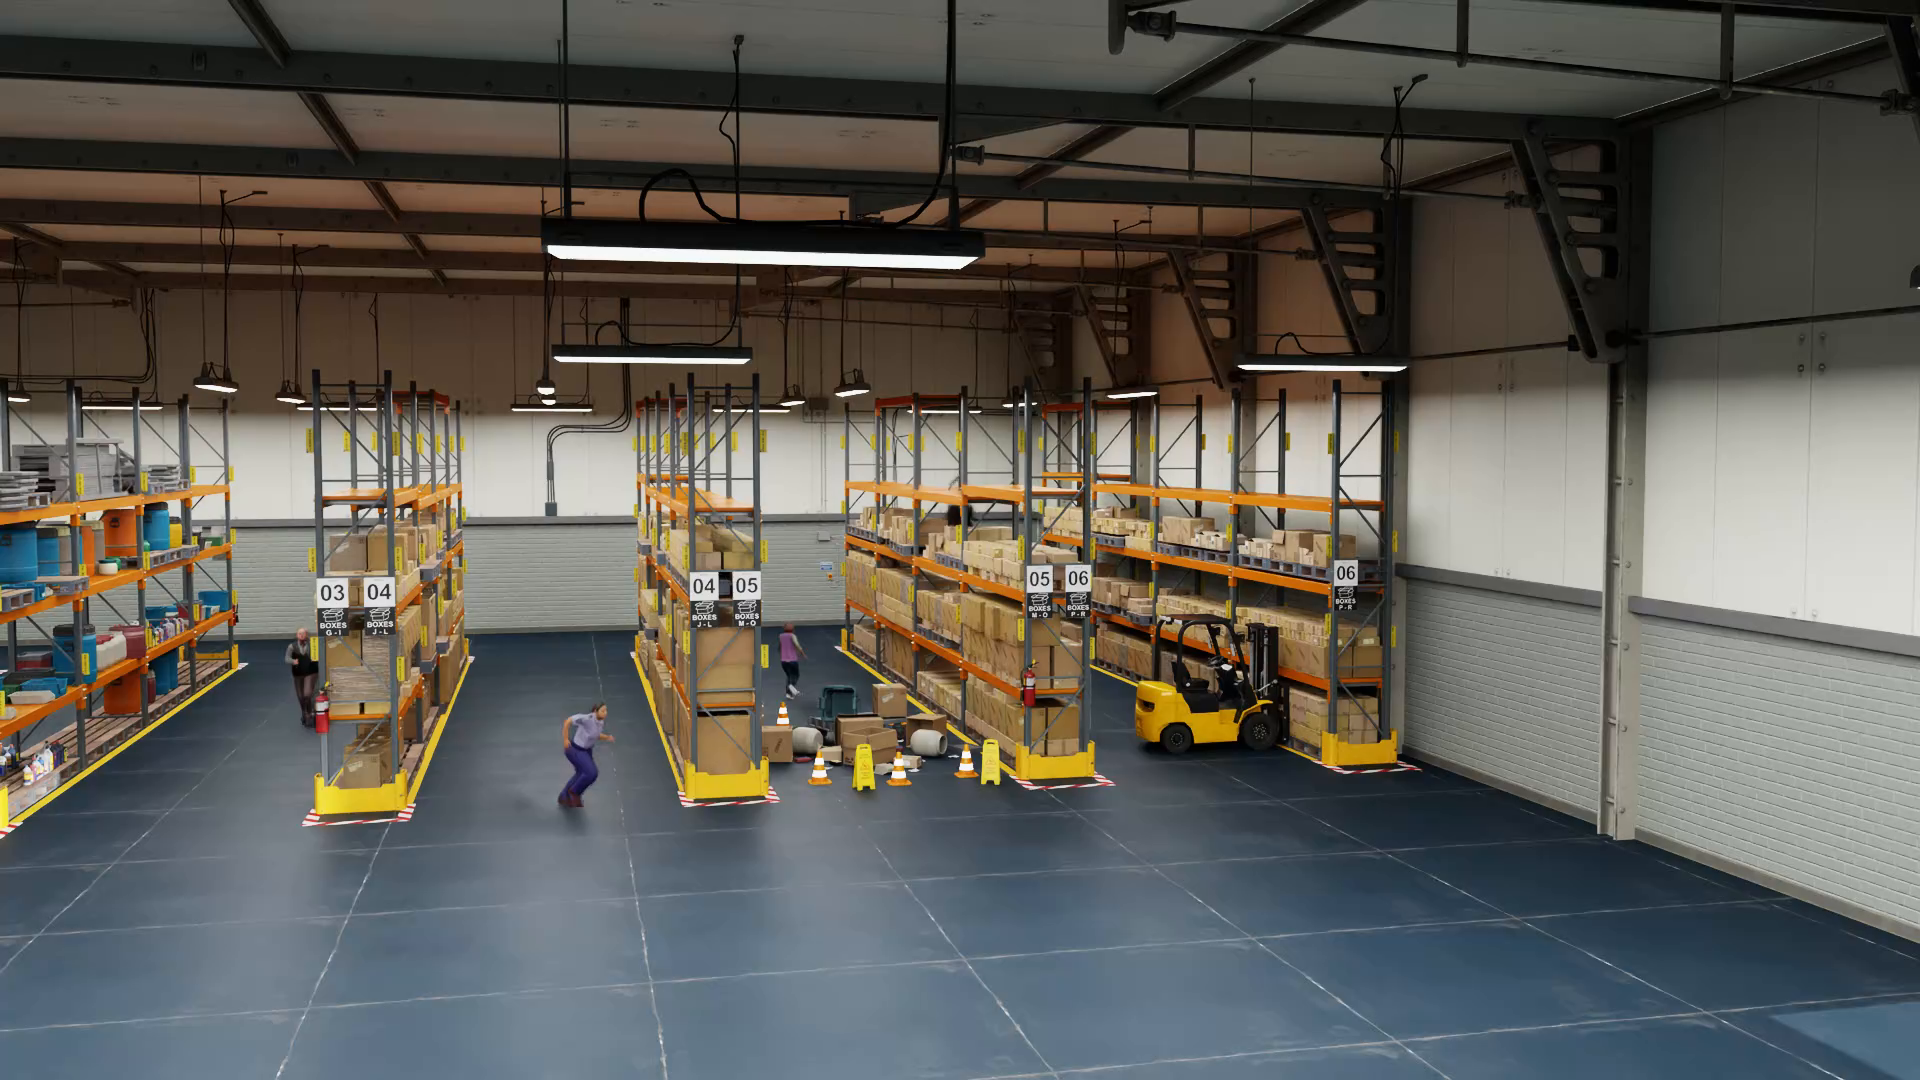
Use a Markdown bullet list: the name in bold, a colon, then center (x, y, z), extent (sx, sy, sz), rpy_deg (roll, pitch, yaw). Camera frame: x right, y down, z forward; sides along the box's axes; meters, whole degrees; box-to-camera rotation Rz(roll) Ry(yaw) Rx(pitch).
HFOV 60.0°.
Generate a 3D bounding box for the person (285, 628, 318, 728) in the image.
- **person**: center (-11.651, 2.442, 29.539), extent (0.595, 1.775, 0.833), rpy_deg (0, 3, -7)

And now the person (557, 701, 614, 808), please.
- **person**: center (-5.168, 2.935, 22.763), extent (0.889, 1.488, 0.646), rpy_deg (1, 4, 21)

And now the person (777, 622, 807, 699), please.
- **person**: center (-3.346, 2.384, 32.672), extent (0.640, 1.520, 0.551), rpy_deg (1, 3, 16)
